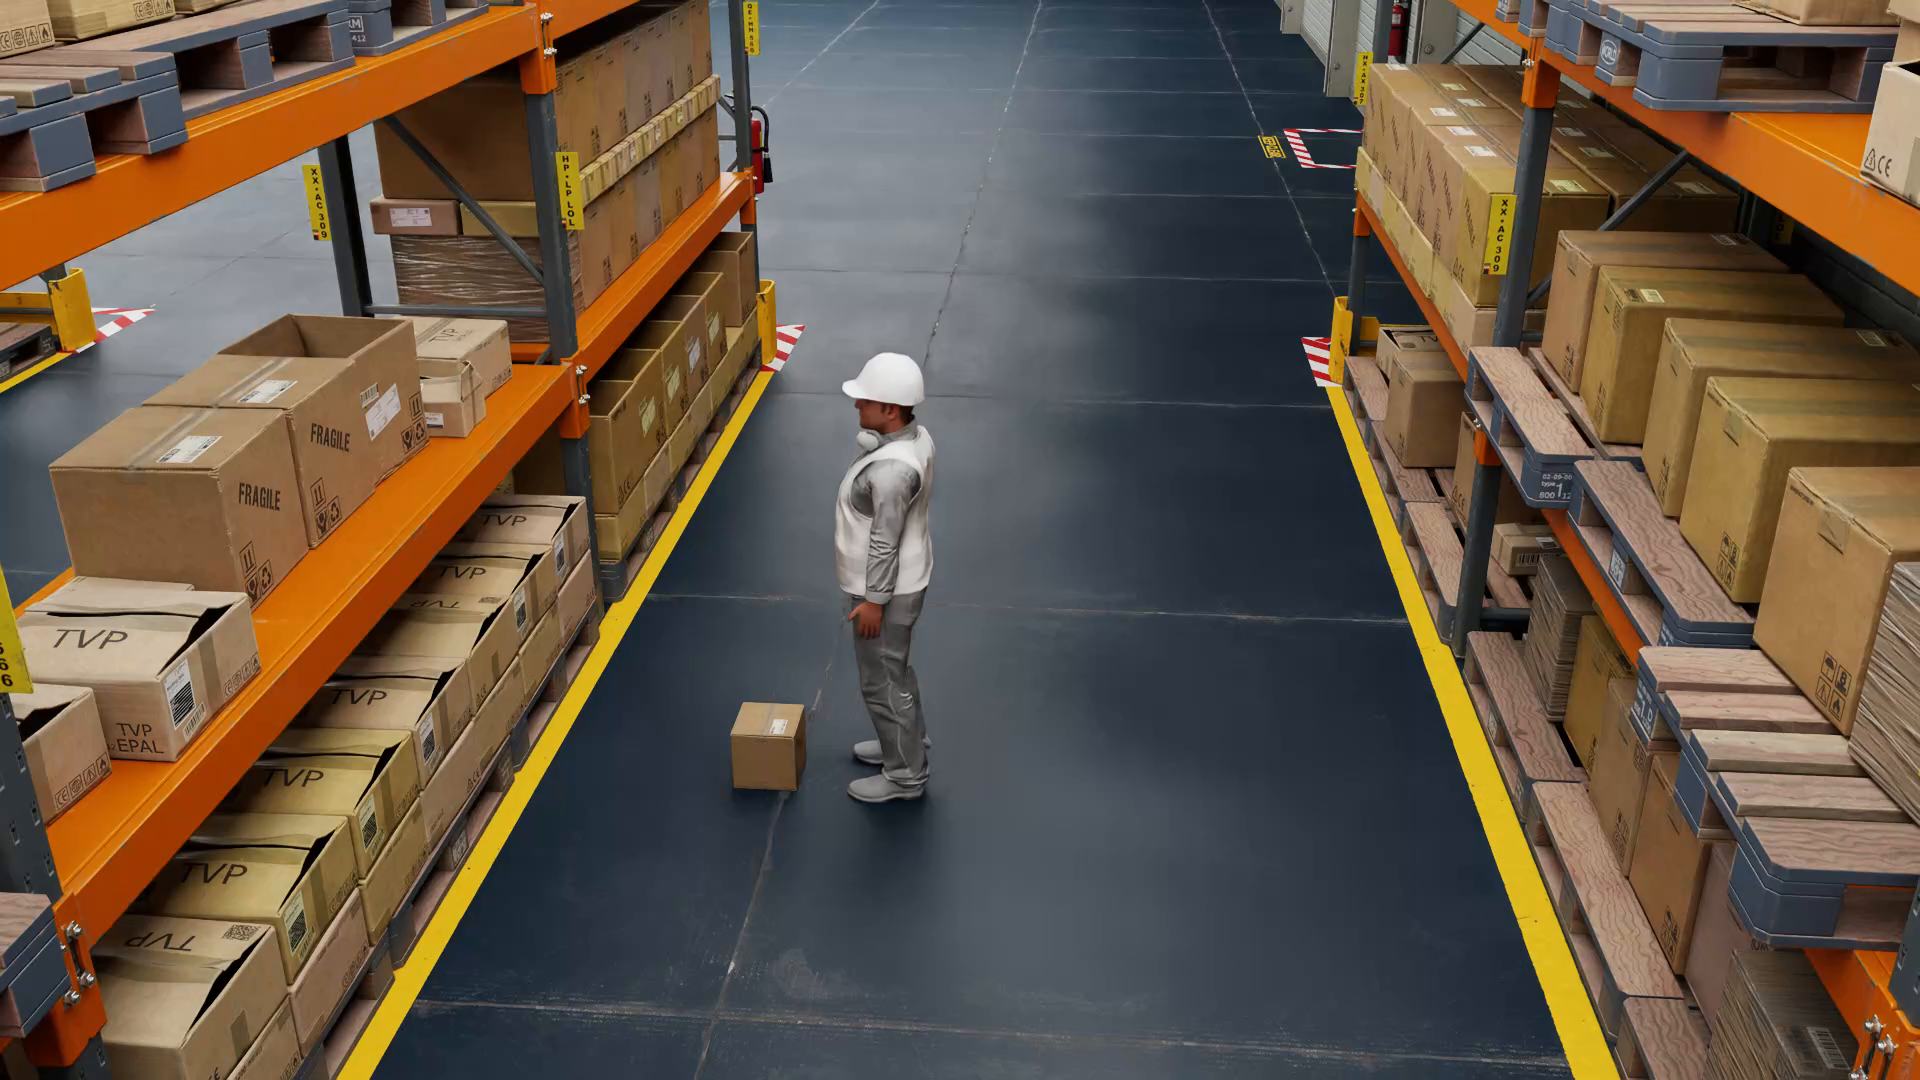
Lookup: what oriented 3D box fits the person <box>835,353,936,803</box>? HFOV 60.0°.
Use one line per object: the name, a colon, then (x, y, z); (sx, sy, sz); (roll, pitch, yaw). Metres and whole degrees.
person: (-0.281, 0.149, 6.251); (0.358, 1.772, 0.532); (2, 24, 5)
